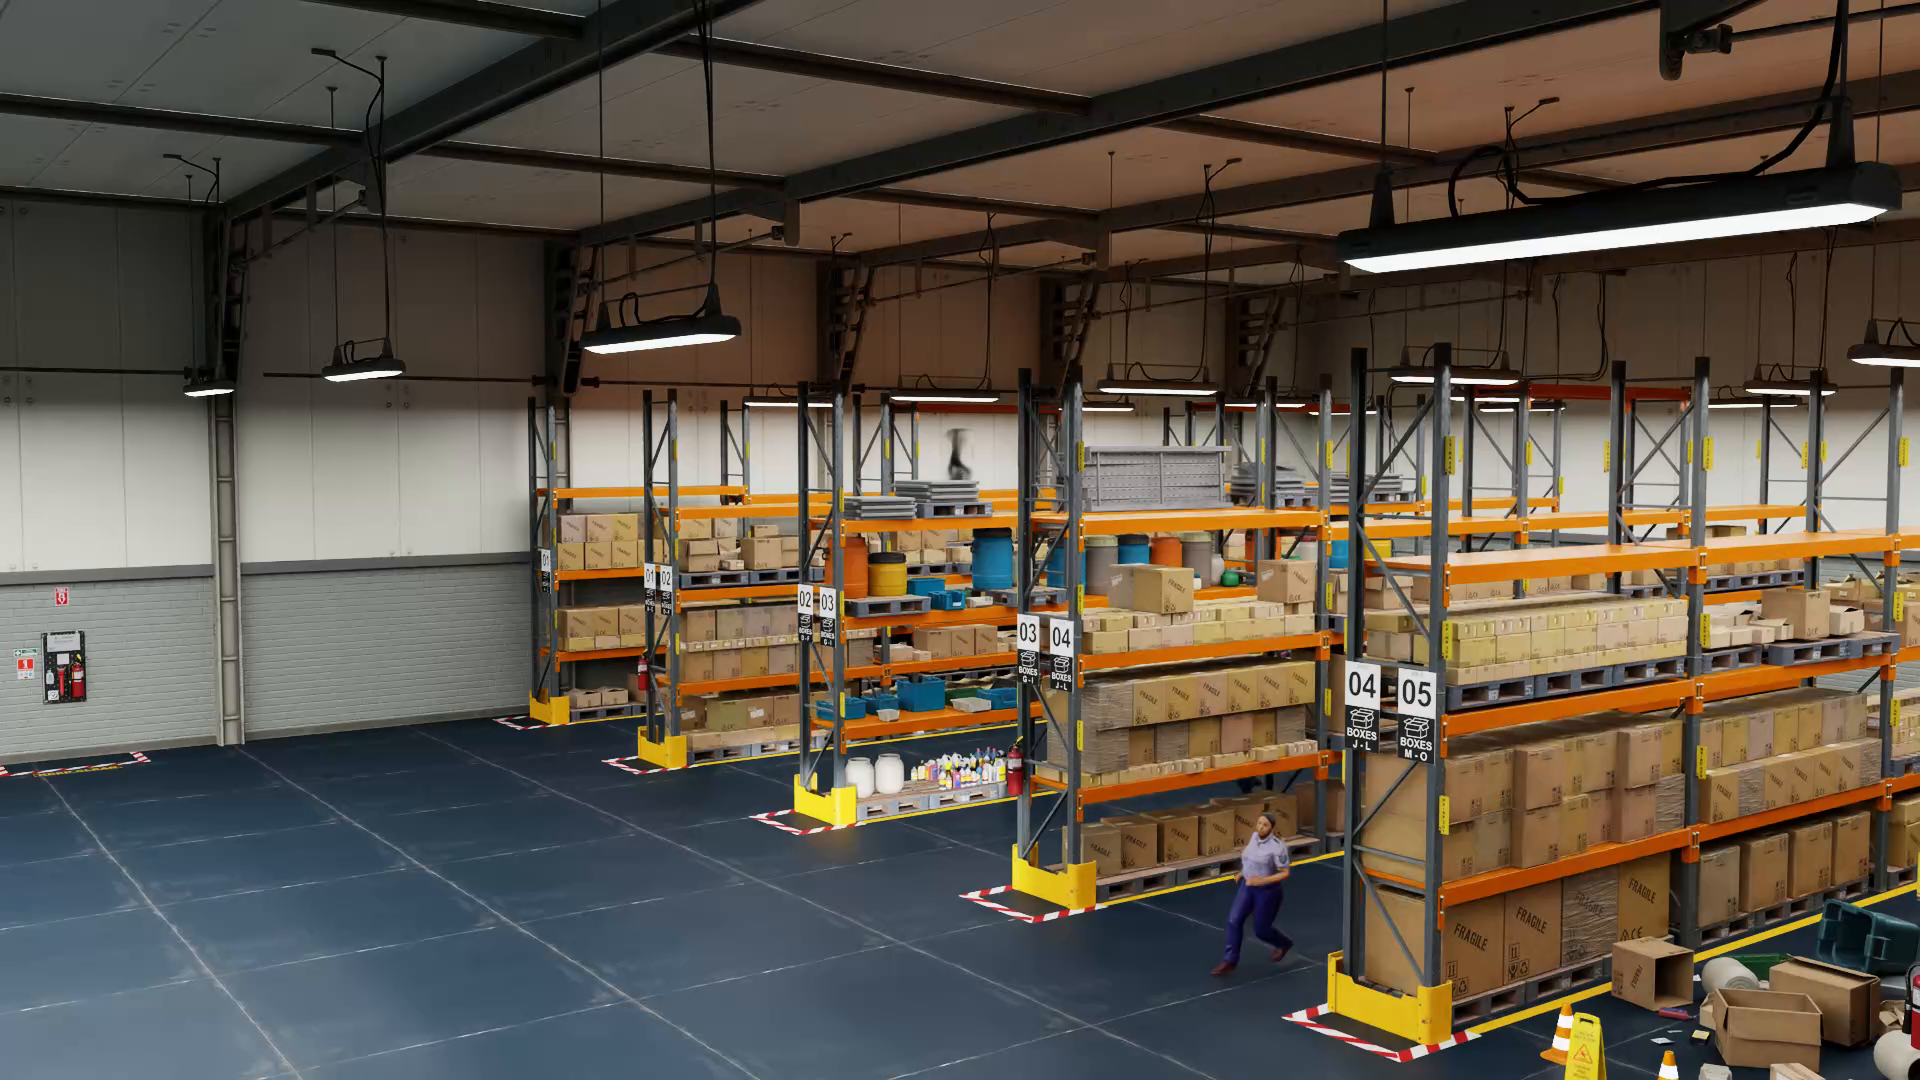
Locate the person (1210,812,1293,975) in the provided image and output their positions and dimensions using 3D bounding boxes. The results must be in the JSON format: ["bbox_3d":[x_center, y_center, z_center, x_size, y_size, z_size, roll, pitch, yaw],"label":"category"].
[{"bbox_3d":[2.929,3.410,16.054,0.857,1.597,0.642,-2,4,-35],"label":"person"}]

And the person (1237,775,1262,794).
[{"bbox_3d":[4.056,3.046,23.095,0.654,1.557,0.575,-2,4,-36],"label":"person"}]
